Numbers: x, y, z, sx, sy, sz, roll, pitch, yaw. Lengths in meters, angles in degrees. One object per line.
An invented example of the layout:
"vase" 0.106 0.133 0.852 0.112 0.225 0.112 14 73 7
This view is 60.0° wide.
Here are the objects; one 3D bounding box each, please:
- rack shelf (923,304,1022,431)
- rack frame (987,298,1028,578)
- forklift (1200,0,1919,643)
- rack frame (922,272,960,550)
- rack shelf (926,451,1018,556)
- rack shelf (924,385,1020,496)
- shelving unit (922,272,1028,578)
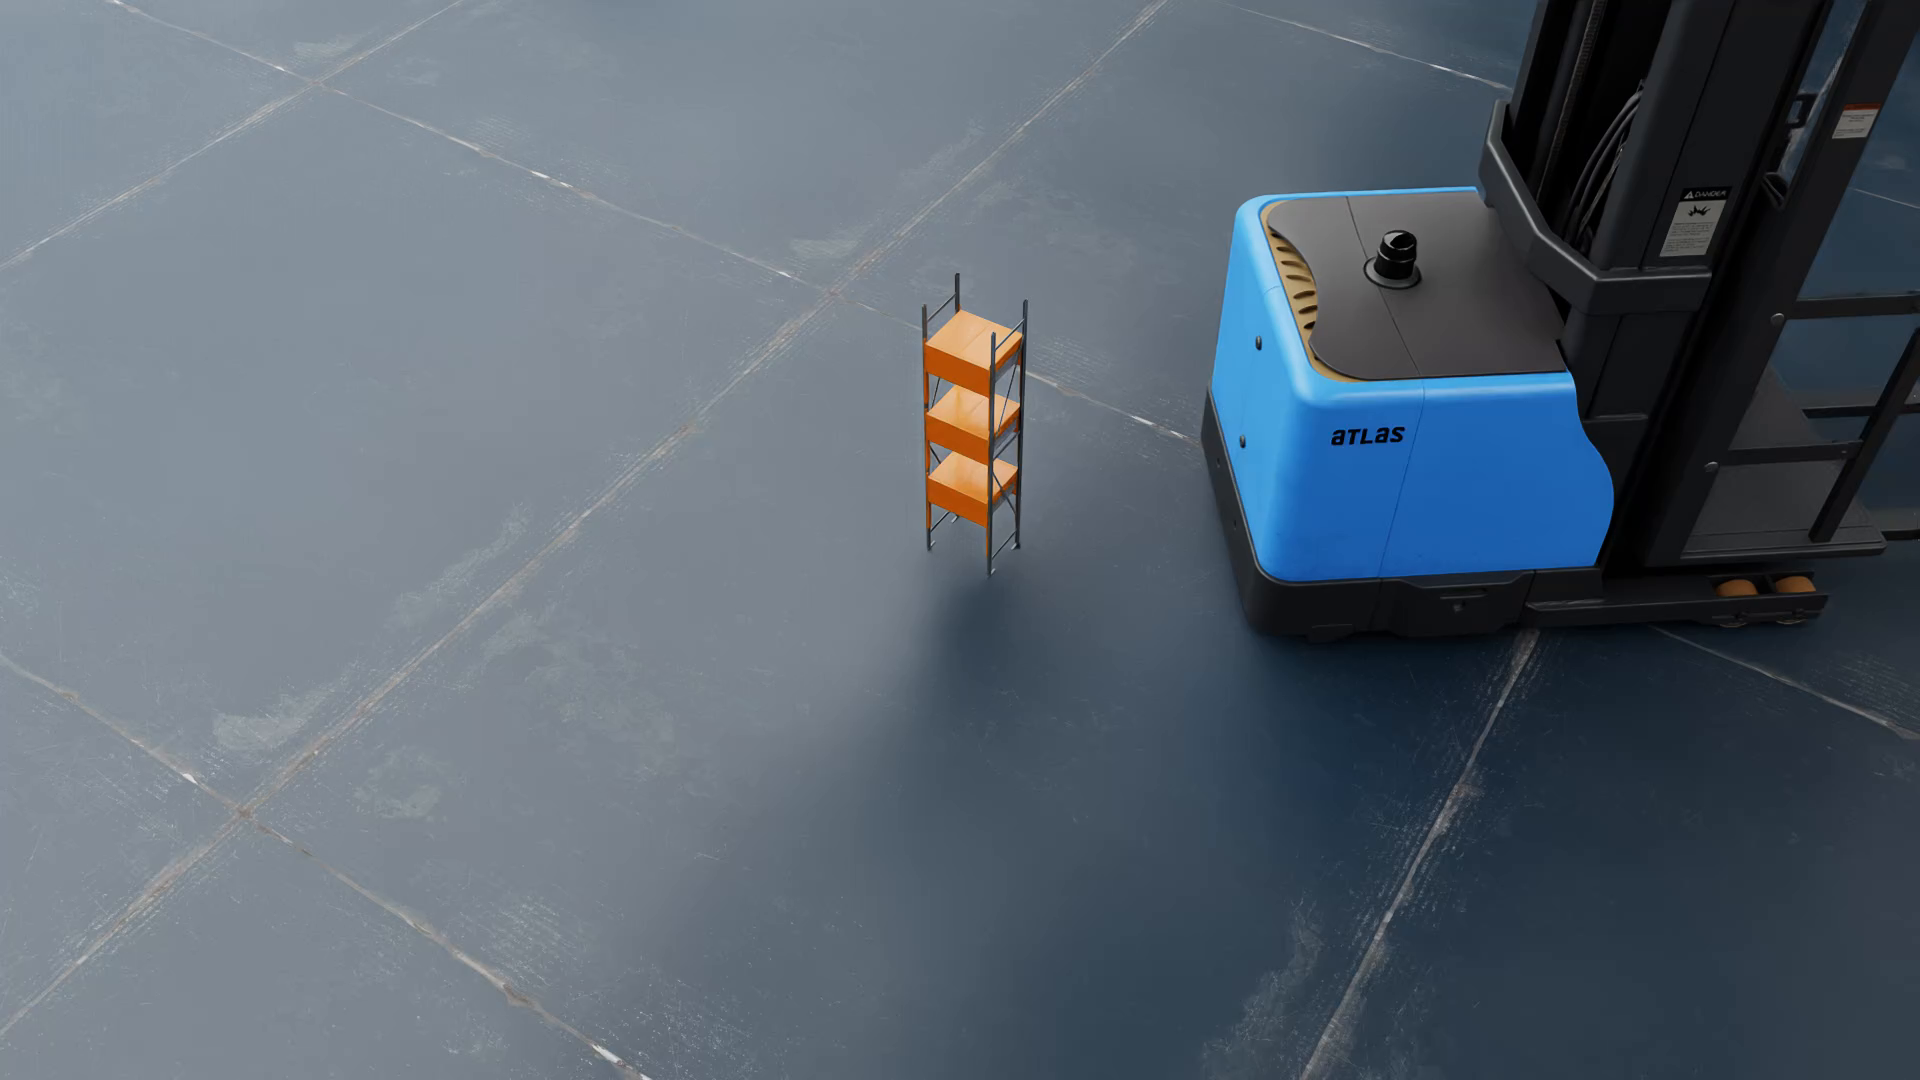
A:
"rack shelf" 0.045 -0.536 5.157 0.240 0.259 0.215 25 51 22
"rack frame" 0.148 -0.298 5.307 0.008 1.050 0.200 25 51 22
"forklift" 2.411 -1.112 4.787 3.031 2.935 1.130 -3 46 -3
"rack frame" -0.058 -0.392 5.399 0.008 1.050 0.200 25 51 22
"rack shelf" 0.045 -0.144 5.560 0.240 0.259 0.215 25 51 22
"rack shelf" 0.045 -0.338 5.361 0.240 0.259 0.215 25 51 22
"shelving unit" 0.045 -0.345 5.353 0.252 1.050 0.215 25 51 22
